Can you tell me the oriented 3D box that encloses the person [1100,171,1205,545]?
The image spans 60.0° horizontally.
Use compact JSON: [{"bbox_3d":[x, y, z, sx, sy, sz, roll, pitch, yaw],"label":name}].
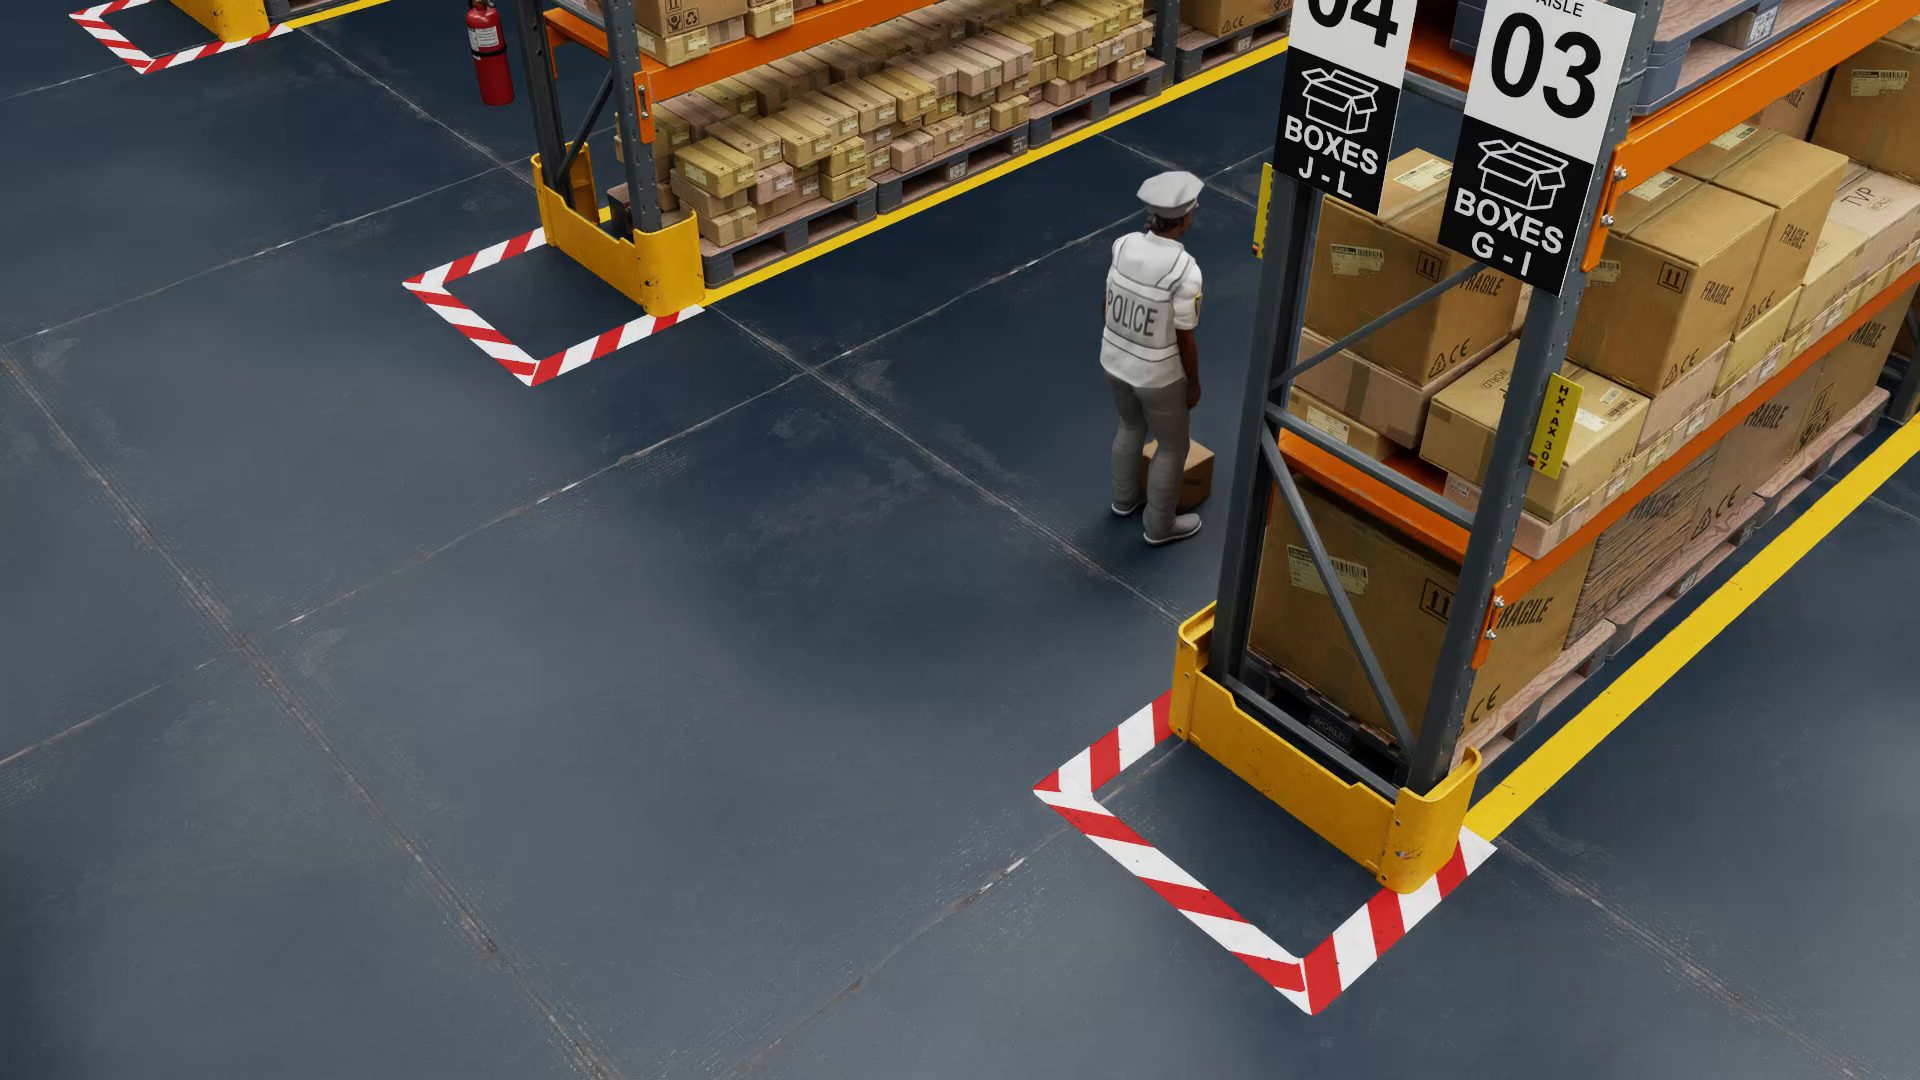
[{"bbox_3d":[0.826,-0.738,7.036,0.426,1.657,0.511,-33,50,-33],"label":"person"}]
